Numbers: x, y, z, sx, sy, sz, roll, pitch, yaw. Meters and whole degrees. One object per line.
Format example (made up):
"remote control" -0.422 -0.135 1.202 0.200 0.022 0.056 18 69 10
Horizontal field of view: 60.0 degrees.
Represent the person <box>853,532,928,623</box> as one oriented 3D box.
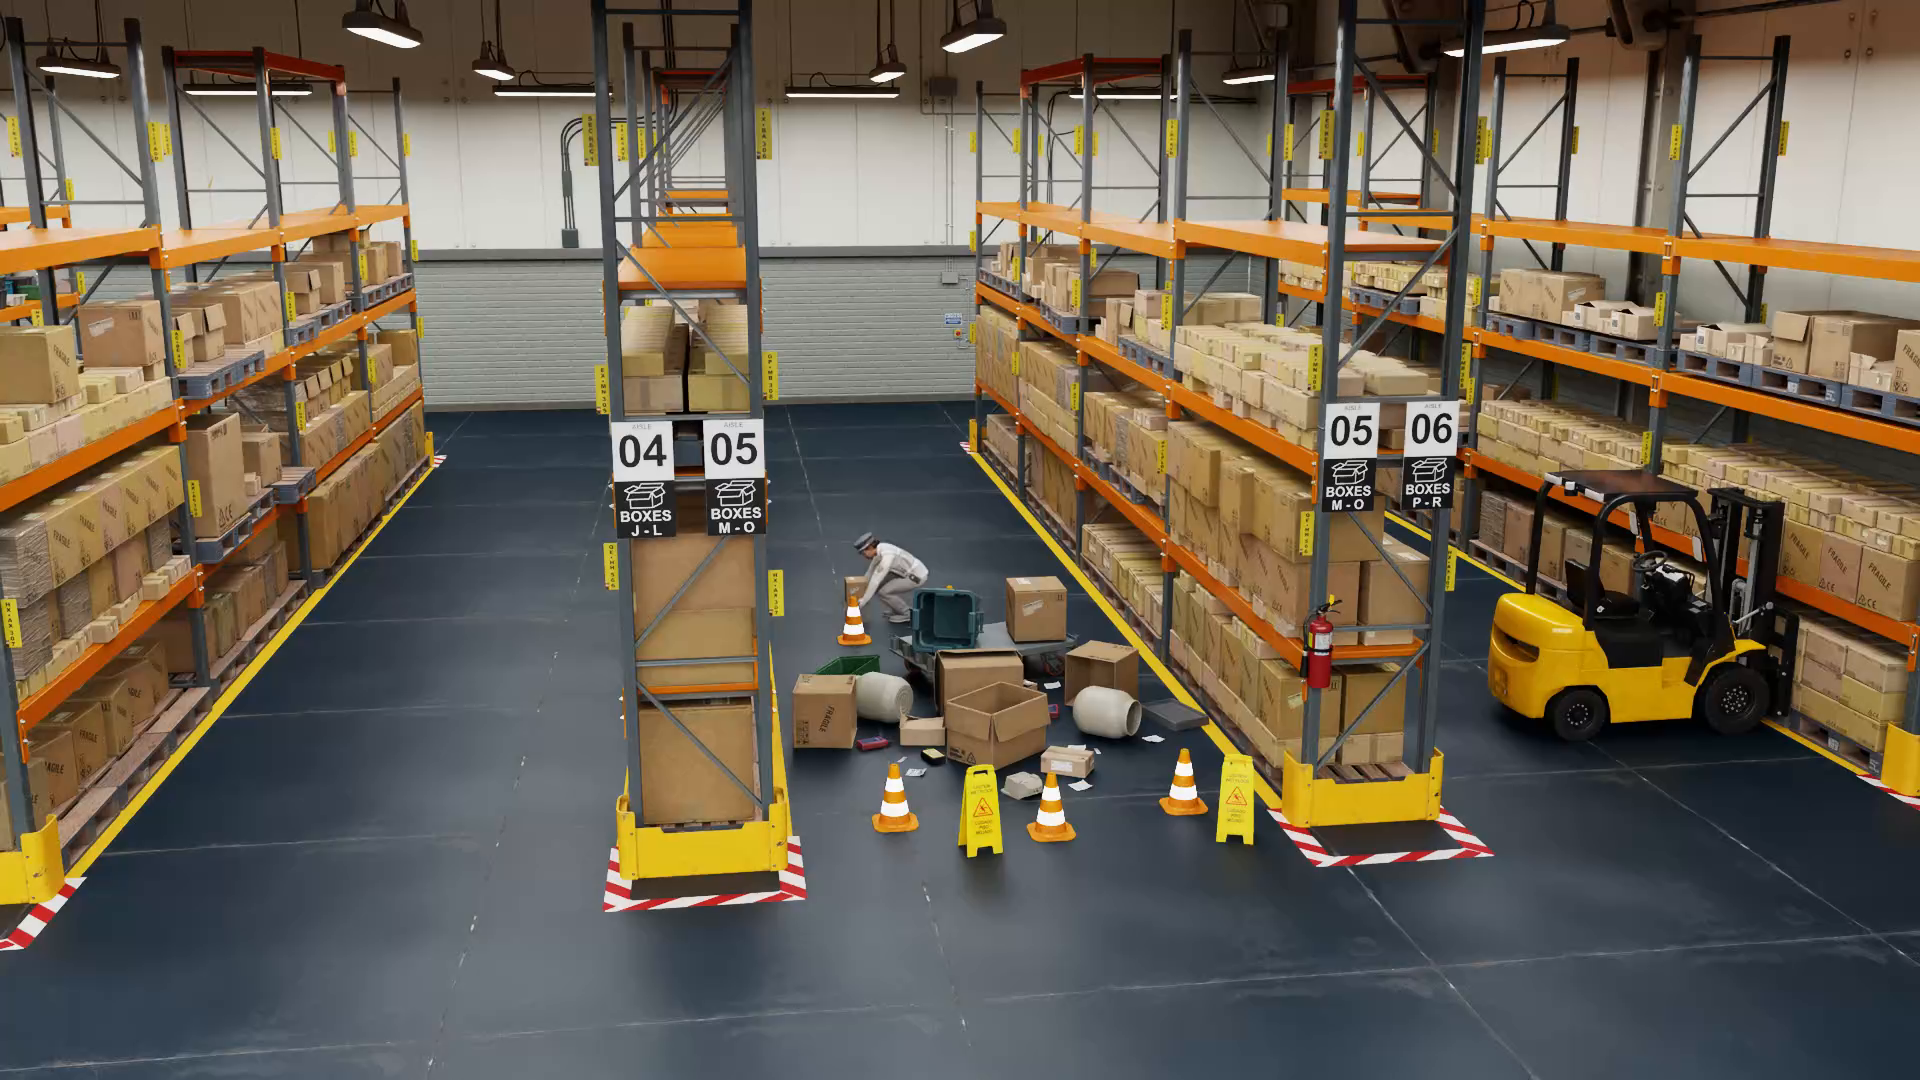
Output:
"person" -0.749 0.385 17.854 0.817 0.983 0.484 -2 13 -8
